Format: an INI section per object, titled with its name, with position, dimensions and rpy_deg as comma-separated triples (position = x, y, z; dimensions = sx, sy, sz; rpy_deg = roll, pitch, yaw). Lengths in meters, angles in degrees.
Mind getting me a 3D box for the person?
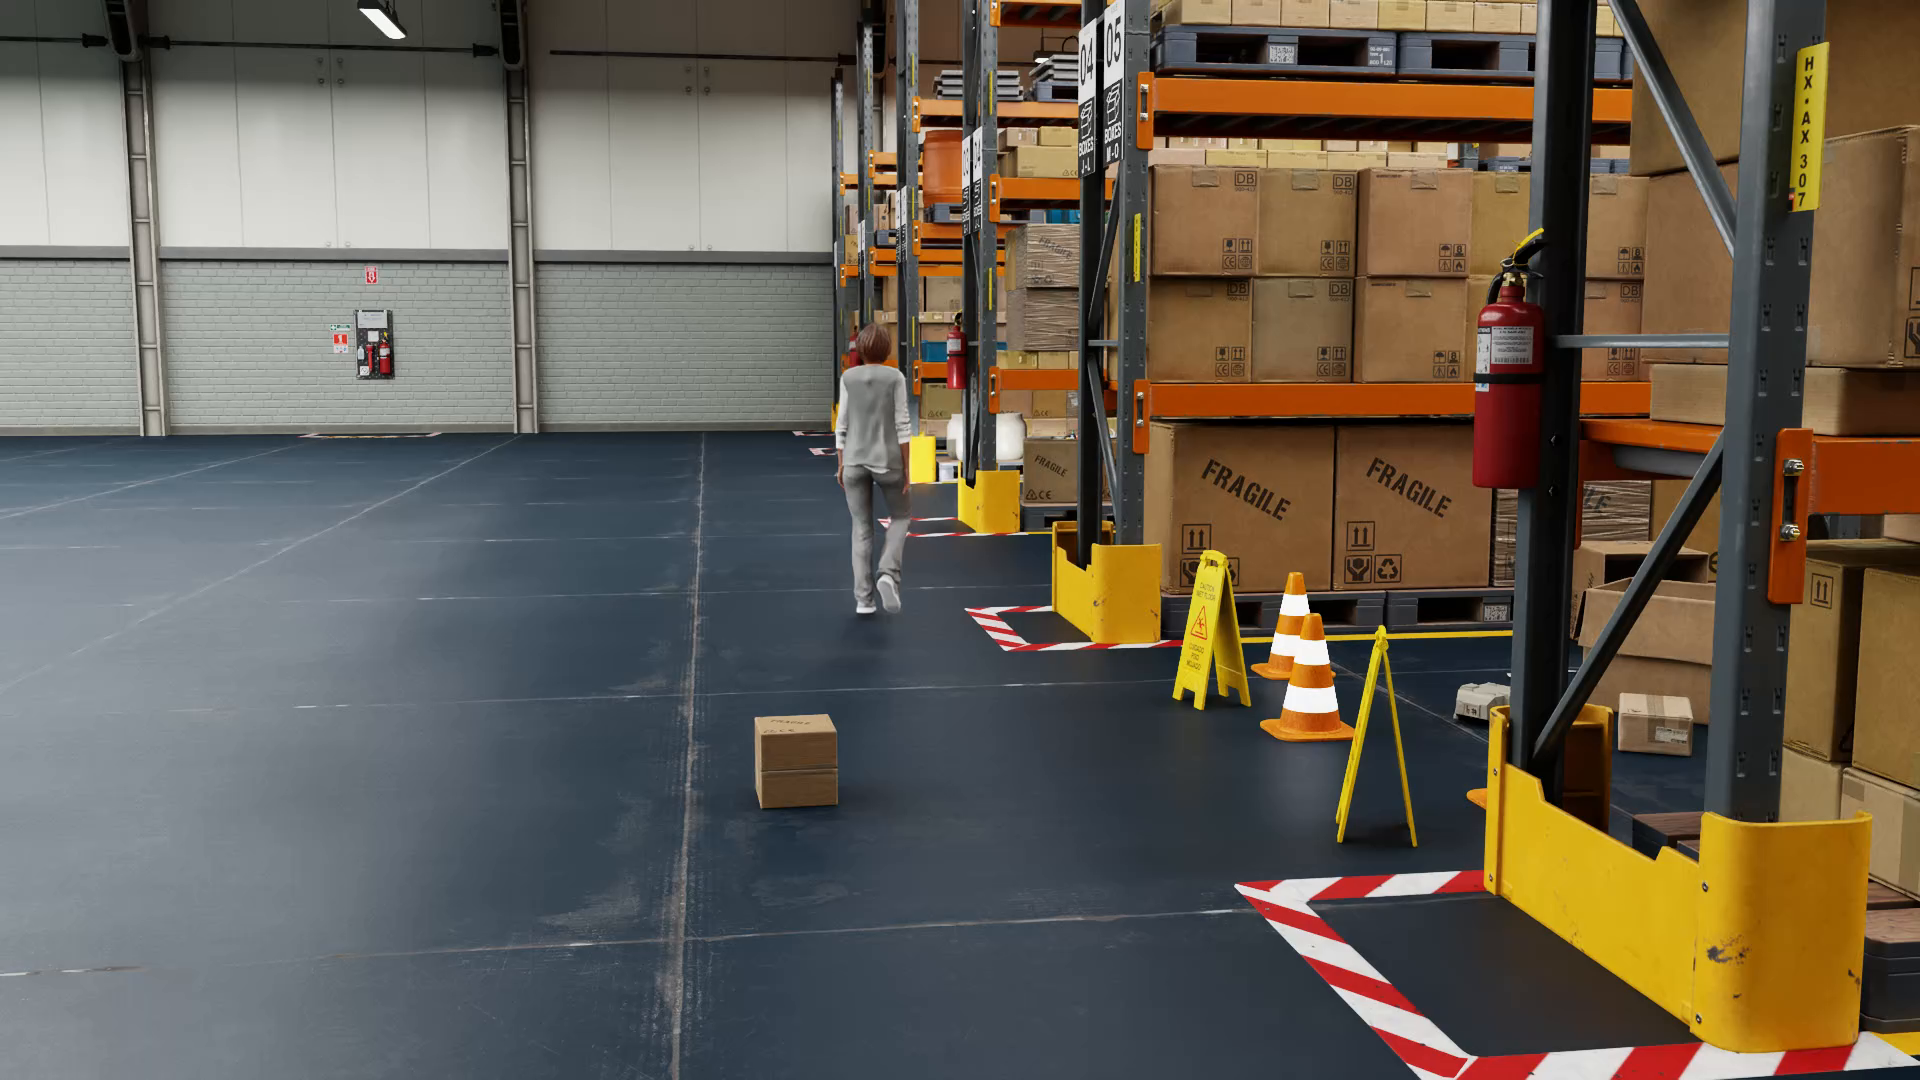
[person]
position = -0.469, -0.390, 9.157
dimensions = 0.433, 1.598, 0.428
rpy_deg = 1, 7, 6
